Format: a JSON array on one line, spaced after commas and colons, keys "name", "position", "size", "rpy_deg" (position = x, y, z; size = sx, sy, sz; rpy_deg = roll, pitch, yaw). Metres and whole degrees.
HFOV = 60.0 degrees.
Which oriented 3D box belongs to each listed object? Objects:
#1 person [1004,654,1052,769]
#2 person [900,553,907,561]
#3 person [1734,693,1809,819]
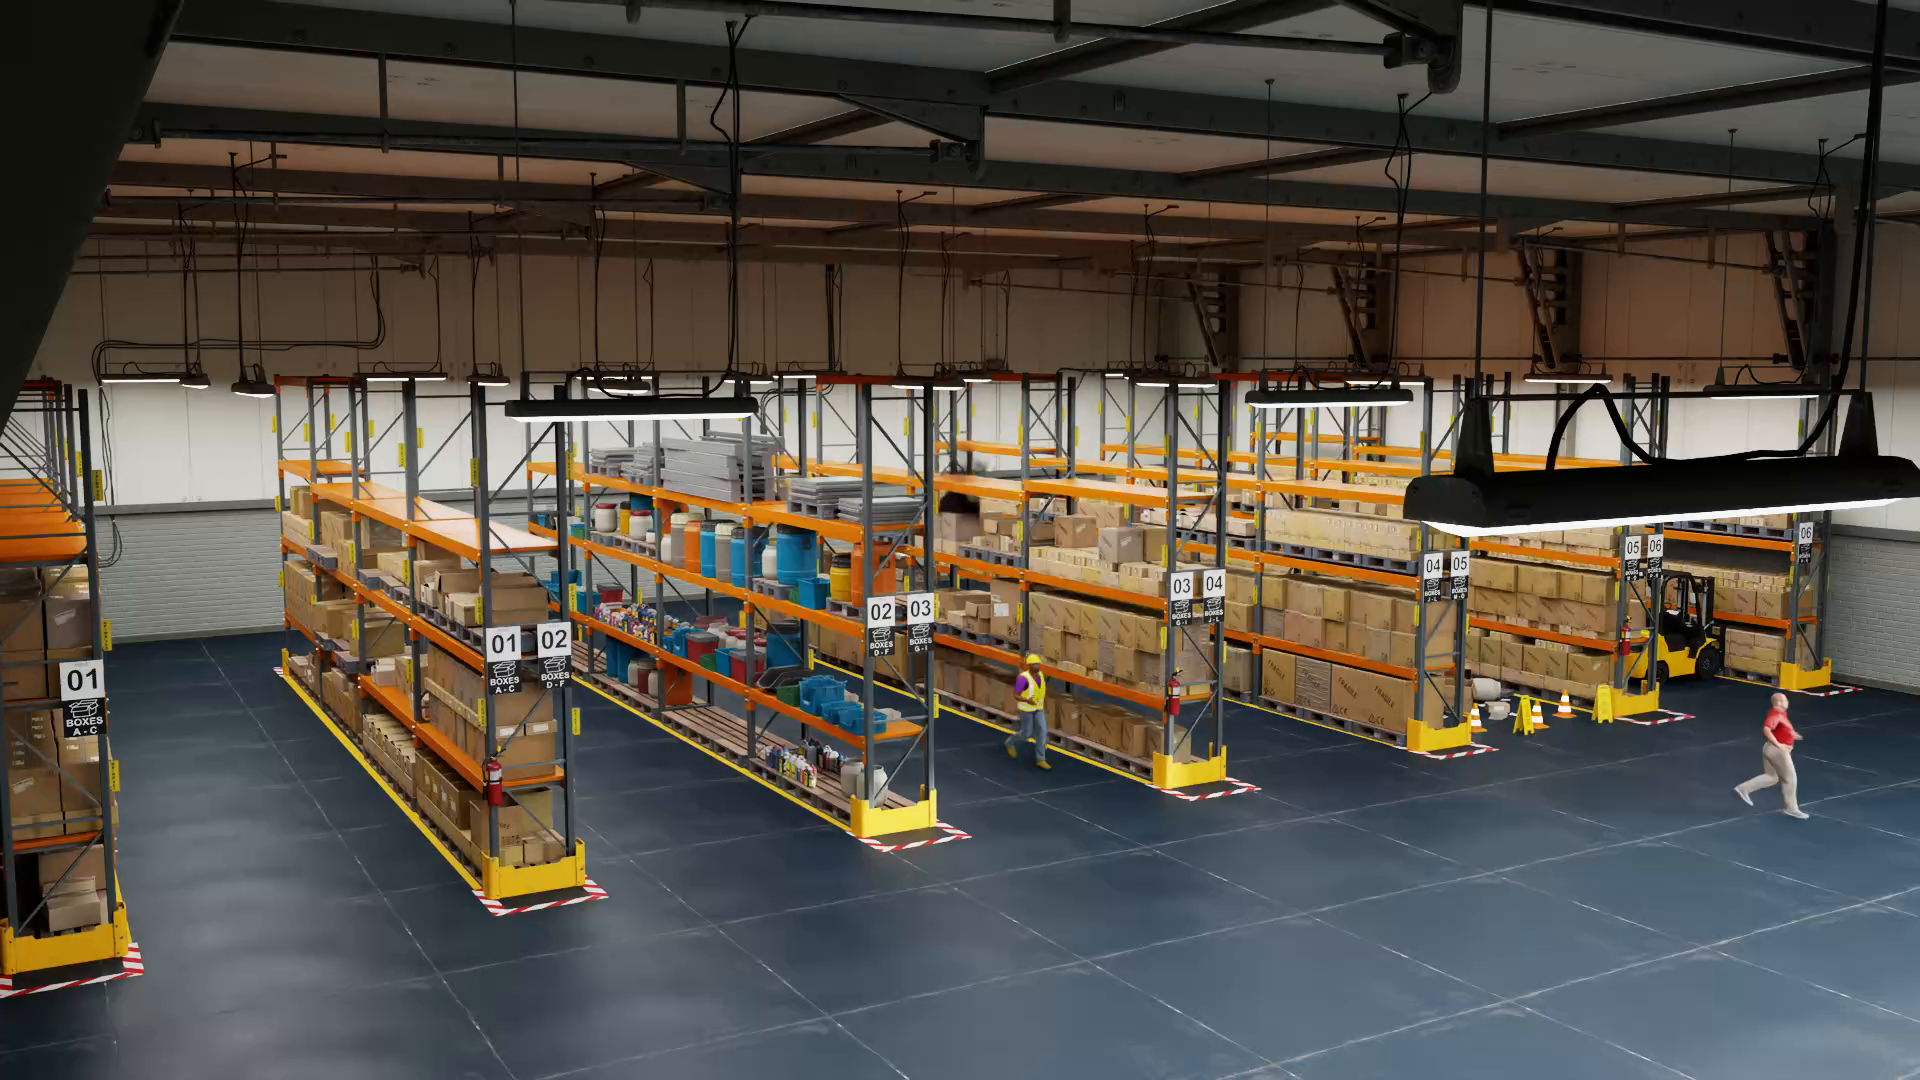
[{"name": "person", "position": [1.072, 2.631, 25.828], "size": [0.671, 1.754, 0.948], "rpy_deg": [-5, 8, -38]}, {"name": "person", "position": [-1.350, 1.159, 39.308], "size": [0.757, 1.763, 0.903], "rpy_deg": [-2, 6, -14]}, {"name": "person", "position": [11.272, 2.970, 23.012], "size": [0.951, 1.737, 0.664], "rpy_deg": [1, 6, 13]}]
